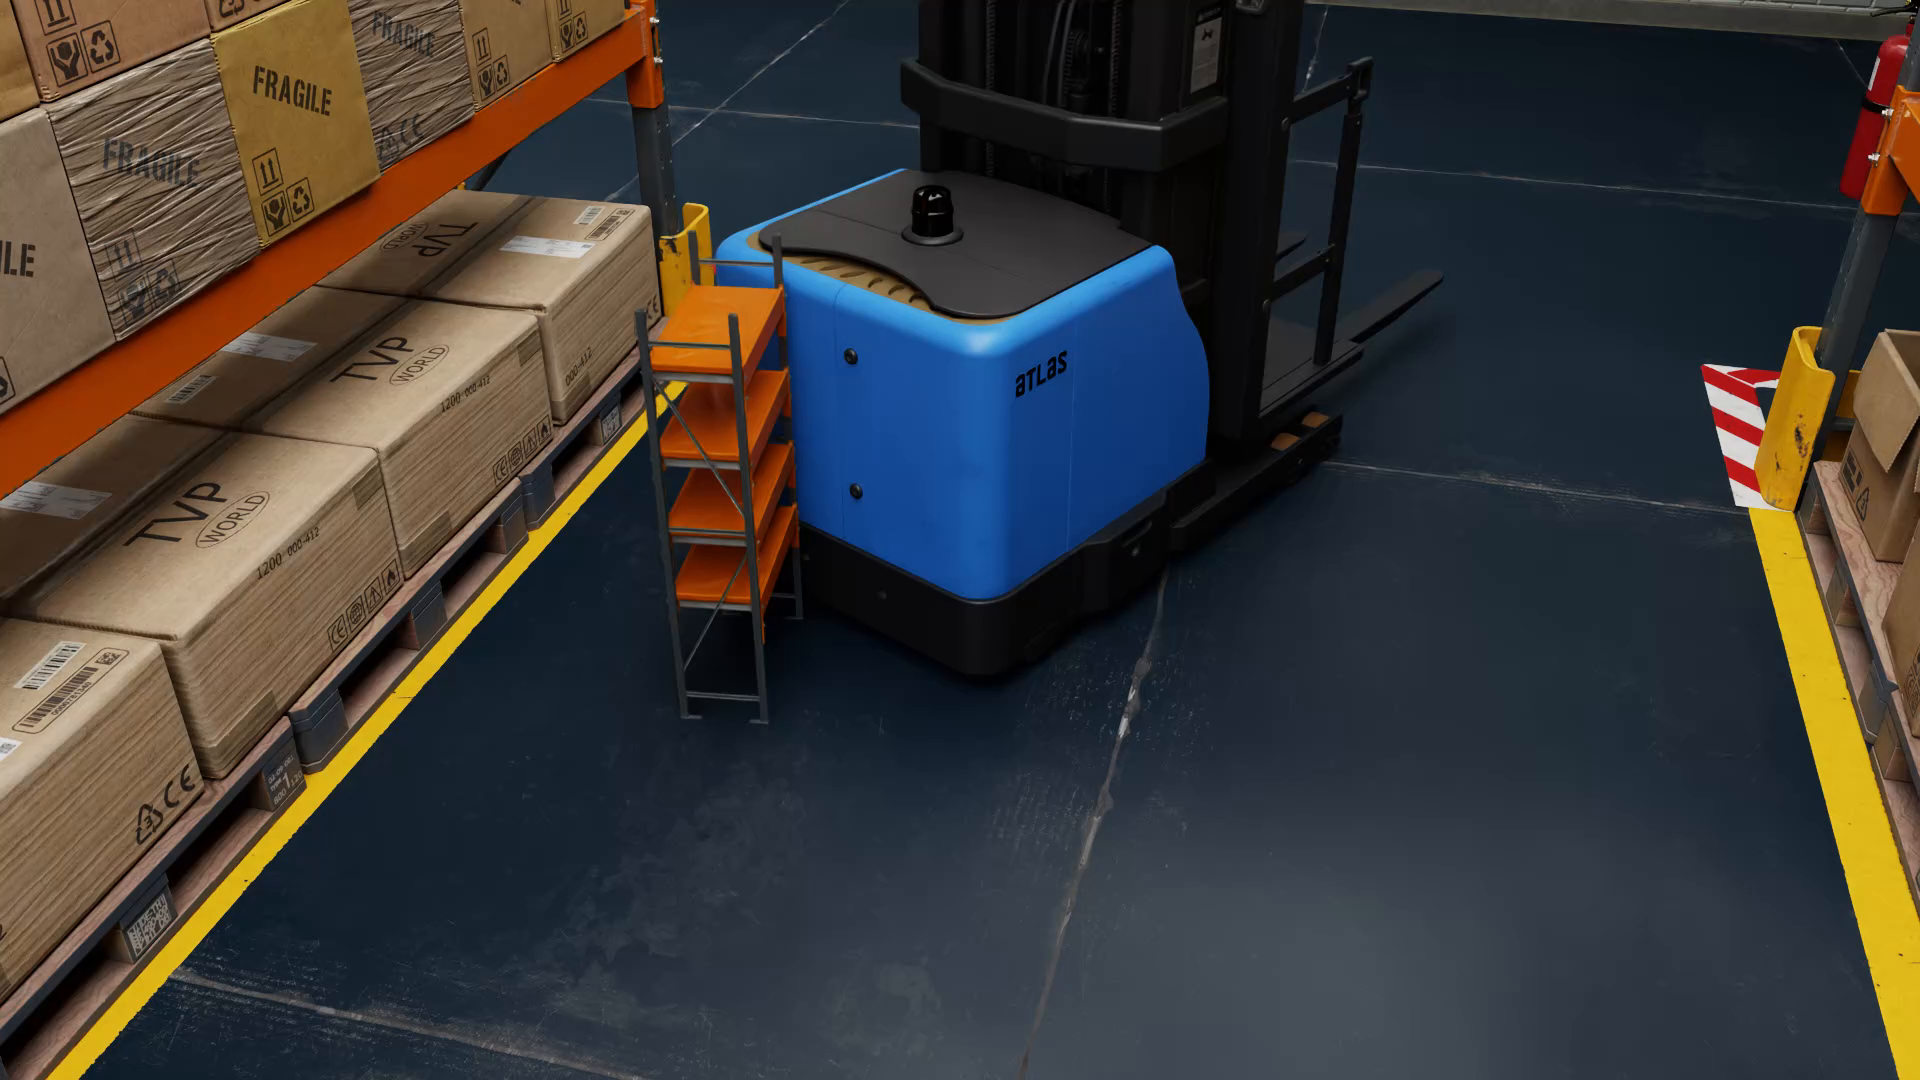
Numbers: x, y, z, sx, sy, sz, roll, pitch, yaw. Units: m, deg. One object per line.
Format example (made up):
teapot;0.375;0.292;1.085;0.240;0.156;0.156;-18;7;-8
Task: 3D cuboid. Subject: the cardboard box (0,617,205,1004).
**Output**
cardboard box;-2.303;0.576;3.544;0.875;0.438;0.875;8;33;12

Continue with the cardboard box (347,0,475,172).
cardboard box;-1.681;-1.321;4.439;0.500;0.500;0.500;9;34;14

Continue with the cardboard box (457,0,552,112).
cardboard box;-1.560;-1.590;4.861;0.500;0.500;0.500;7;33;11

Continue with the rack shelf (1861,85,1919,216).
rack shelf;2.743;-0.077;3.246;1.077;0.370;4.000;8;33;12

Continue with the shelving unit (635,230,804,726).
shelving unit;-0.605;-0.149;4.366;0.258;1.200;0.503;3;33;5

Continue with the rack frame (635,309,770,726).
rack frame;-0.632;-0.019;4.161;0.240;1.200;0.015;3;33;5

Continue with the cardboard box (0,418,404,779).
cardboard box;-2.077;0.112;4.275;0.875;0.438;0.875;7;33;11

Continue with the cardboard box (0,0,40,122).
cardboard box;-2.077;-0.956;2.933;0.500;0.500;0.500;8;33;12

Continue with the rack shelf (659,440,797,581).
rack shelf;-0.605;-0.092;4.402;0.258;0.148;0.480;3;33;5

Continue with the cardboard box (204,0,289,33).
cardboard box;-1.806;-1.482;3.760;0.500;0.500;0.500;8;33;12

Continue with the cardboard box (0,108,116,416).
cardboard box;-2.062;-0.527;3.190;0.500;0.500;0.500;8;33;13

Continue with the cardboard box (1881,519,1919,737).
cardboard box;2.749;0.202;4.075;0.700;0.500;0.500;9;34;14

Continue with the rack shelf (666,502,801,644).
rack shelf;-0.605;0.075;4.508;0.258;0.148;0.480;3;33;5

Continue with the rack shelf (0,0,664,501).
rack shelf;-2.059;-0.751;4.306;1.077;0.370;4.000;8;33;12

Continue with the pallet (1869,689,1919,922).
pallet;2.719;0.843;3.728;1.003;0.211;1.213;8;33;12

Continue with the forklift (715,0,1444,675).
forklift;0.650;-1.583;5.009;1.130;2.935;3.031;25;40;33

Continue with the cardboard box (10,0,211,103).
cardboard box;-1.936;-1.220;3.348;0.500;0.500;0.500;9;33;13

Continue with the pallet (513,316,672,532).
pallet;-1.679;-0.490;5.824;1.003;0.211;1.213;8;33;12

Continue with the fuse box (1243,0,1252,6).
fuse box;1.852;-4.116;10.130;0.539;1.711;0.414;8;33;12

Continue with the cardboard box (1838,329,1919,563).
cardboard box;3.004;-0.238;4.763;0.797;0.503;0.637;7;33;10

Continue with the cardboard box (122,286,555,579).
cardboard box;-1.846;-0.356;5.011;0.875;0.438;0.875;9;34;14

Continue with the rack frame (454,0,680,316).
rack frame;-1.551;-2.092;5.745;1.000;3.000;0.127;8;33;12

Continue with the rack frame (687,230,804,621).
rack frame;-0.578;-0.279;4.570;0.240;1.200;0.015;3;33;5

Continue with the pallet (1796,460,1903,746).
pallet;3.030;0.212;4.720;1.003;0.211;1.213;8;33;12

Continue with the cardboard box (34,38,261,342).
cardboard box;-1.930;-0.784;3.595;0.500;0.500;0.500;8;33;13

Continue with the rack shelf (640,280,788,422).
rack shelf;-0.605;-0.481;4.155;0.258;0.148;0.480;3;33;5

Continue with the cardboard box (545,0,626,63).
cardboard box;-1.418;-1.848;5.268;0.500;0.500;0.500;8;33;13

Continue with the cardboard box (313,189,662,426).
cardboard box;-1.622;-0.832;5.760;0.875;0.438;0.875;7;33;11

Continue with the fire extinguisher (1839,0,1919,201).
fire extinguisher;2.841;-1.368;5.025;0.296;0.674;0.183;8;33;12

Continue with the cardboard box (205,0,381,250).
cardboard box;-1.799;-1.052;4.015;0.500;0.500;0.500;9;34;14

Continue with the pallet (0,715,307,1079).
pallet;-2.298;0.776;3.832;1.003;0.211;1.213;8;33;12

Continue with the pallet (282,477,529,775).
pallet;-1.990;0.141;4.831;1.003;0.211;1.213;8;33;12

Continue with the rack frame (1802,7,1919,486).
rack frame;3.251;-1.418;4.685;1.000;3.000;0.127;8;33;12

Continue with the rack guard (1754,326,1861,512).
rack guard;3.232;-0.324;5.294;1.175;0.500;0.348;8;33;12

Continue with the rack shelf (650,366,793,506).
rack shelf;-0.605;-0.281;4.282;0.258;0.148;0.480;3;33;5

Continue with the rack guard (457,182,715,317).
rack guard;-1.545;-1.050;6.435;1.175;0.500;0.348;8;33;12
